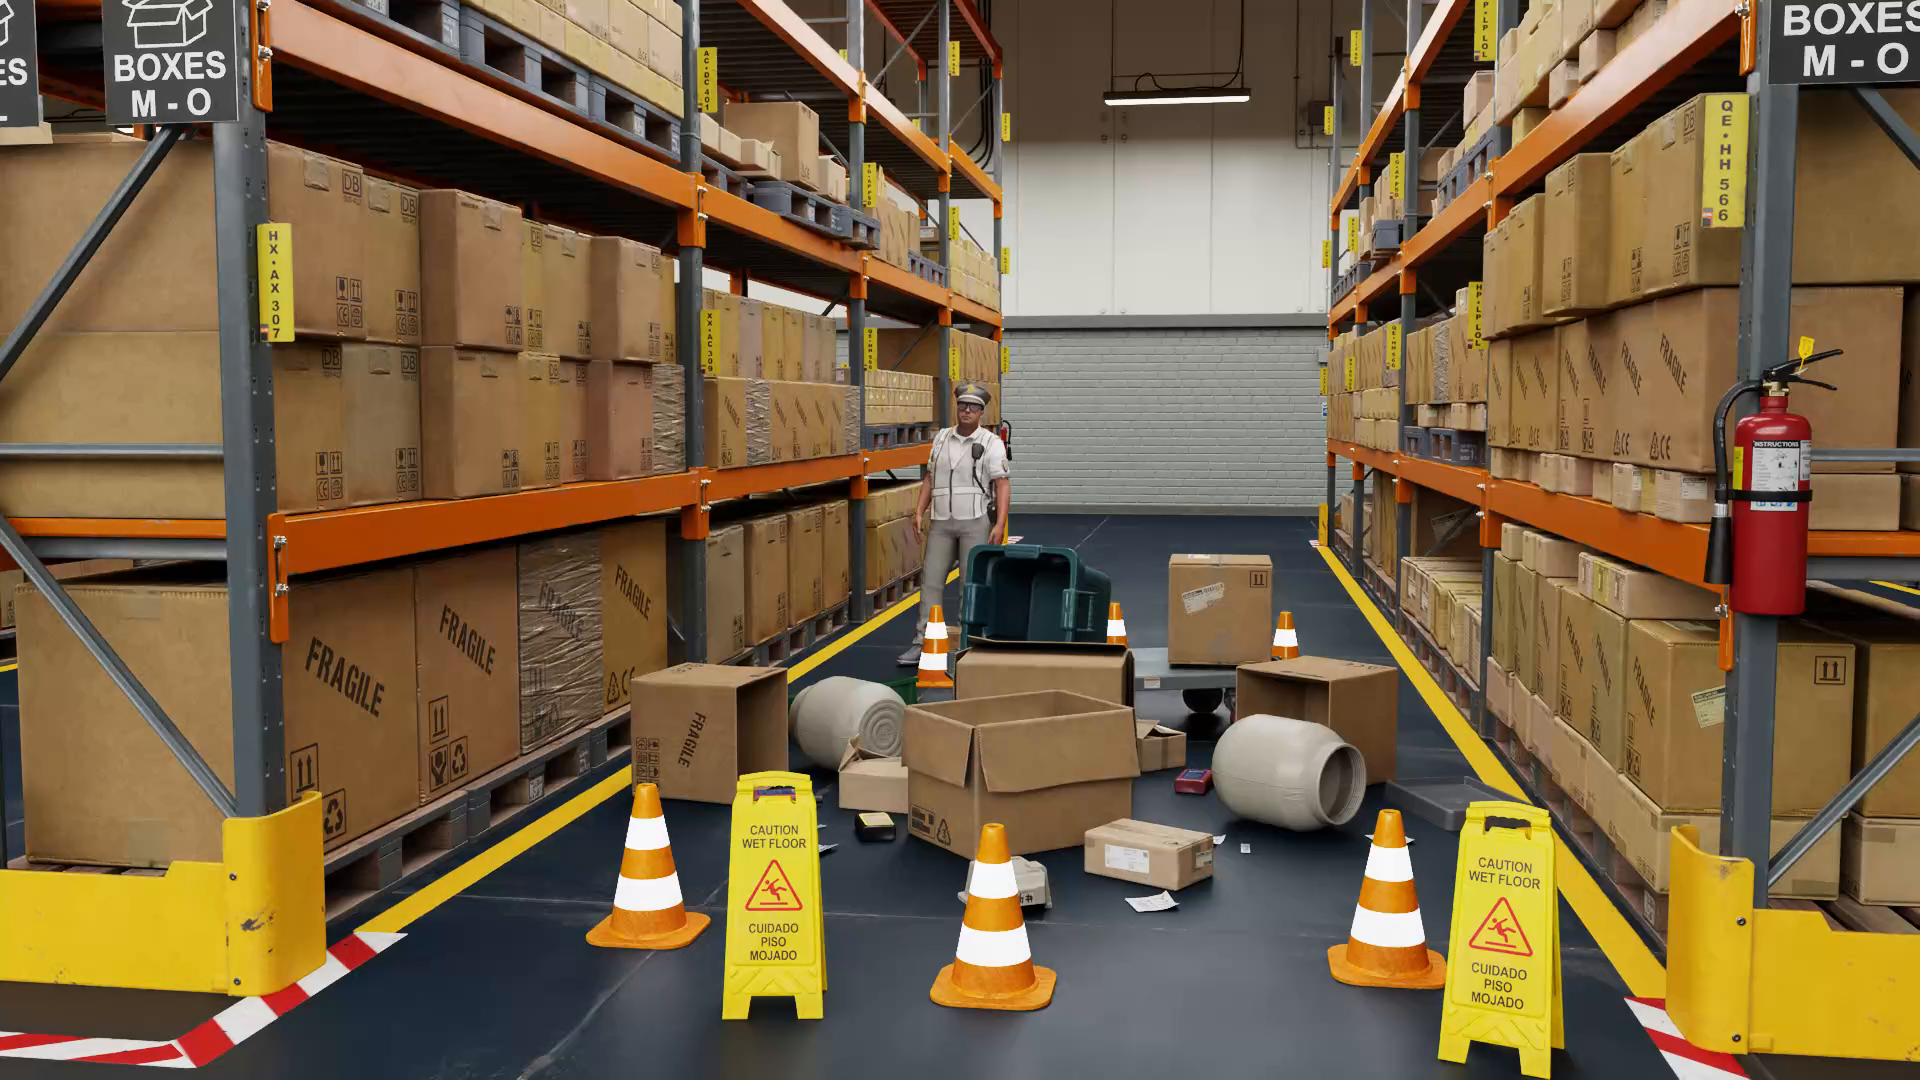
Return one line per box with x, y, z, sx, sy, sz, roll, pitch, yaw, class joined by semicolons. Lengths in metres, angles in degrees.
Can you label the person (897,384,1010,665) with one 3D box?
-0.026;-0.103;10.619;0.640;1.781;0.575;2;5;21;person
